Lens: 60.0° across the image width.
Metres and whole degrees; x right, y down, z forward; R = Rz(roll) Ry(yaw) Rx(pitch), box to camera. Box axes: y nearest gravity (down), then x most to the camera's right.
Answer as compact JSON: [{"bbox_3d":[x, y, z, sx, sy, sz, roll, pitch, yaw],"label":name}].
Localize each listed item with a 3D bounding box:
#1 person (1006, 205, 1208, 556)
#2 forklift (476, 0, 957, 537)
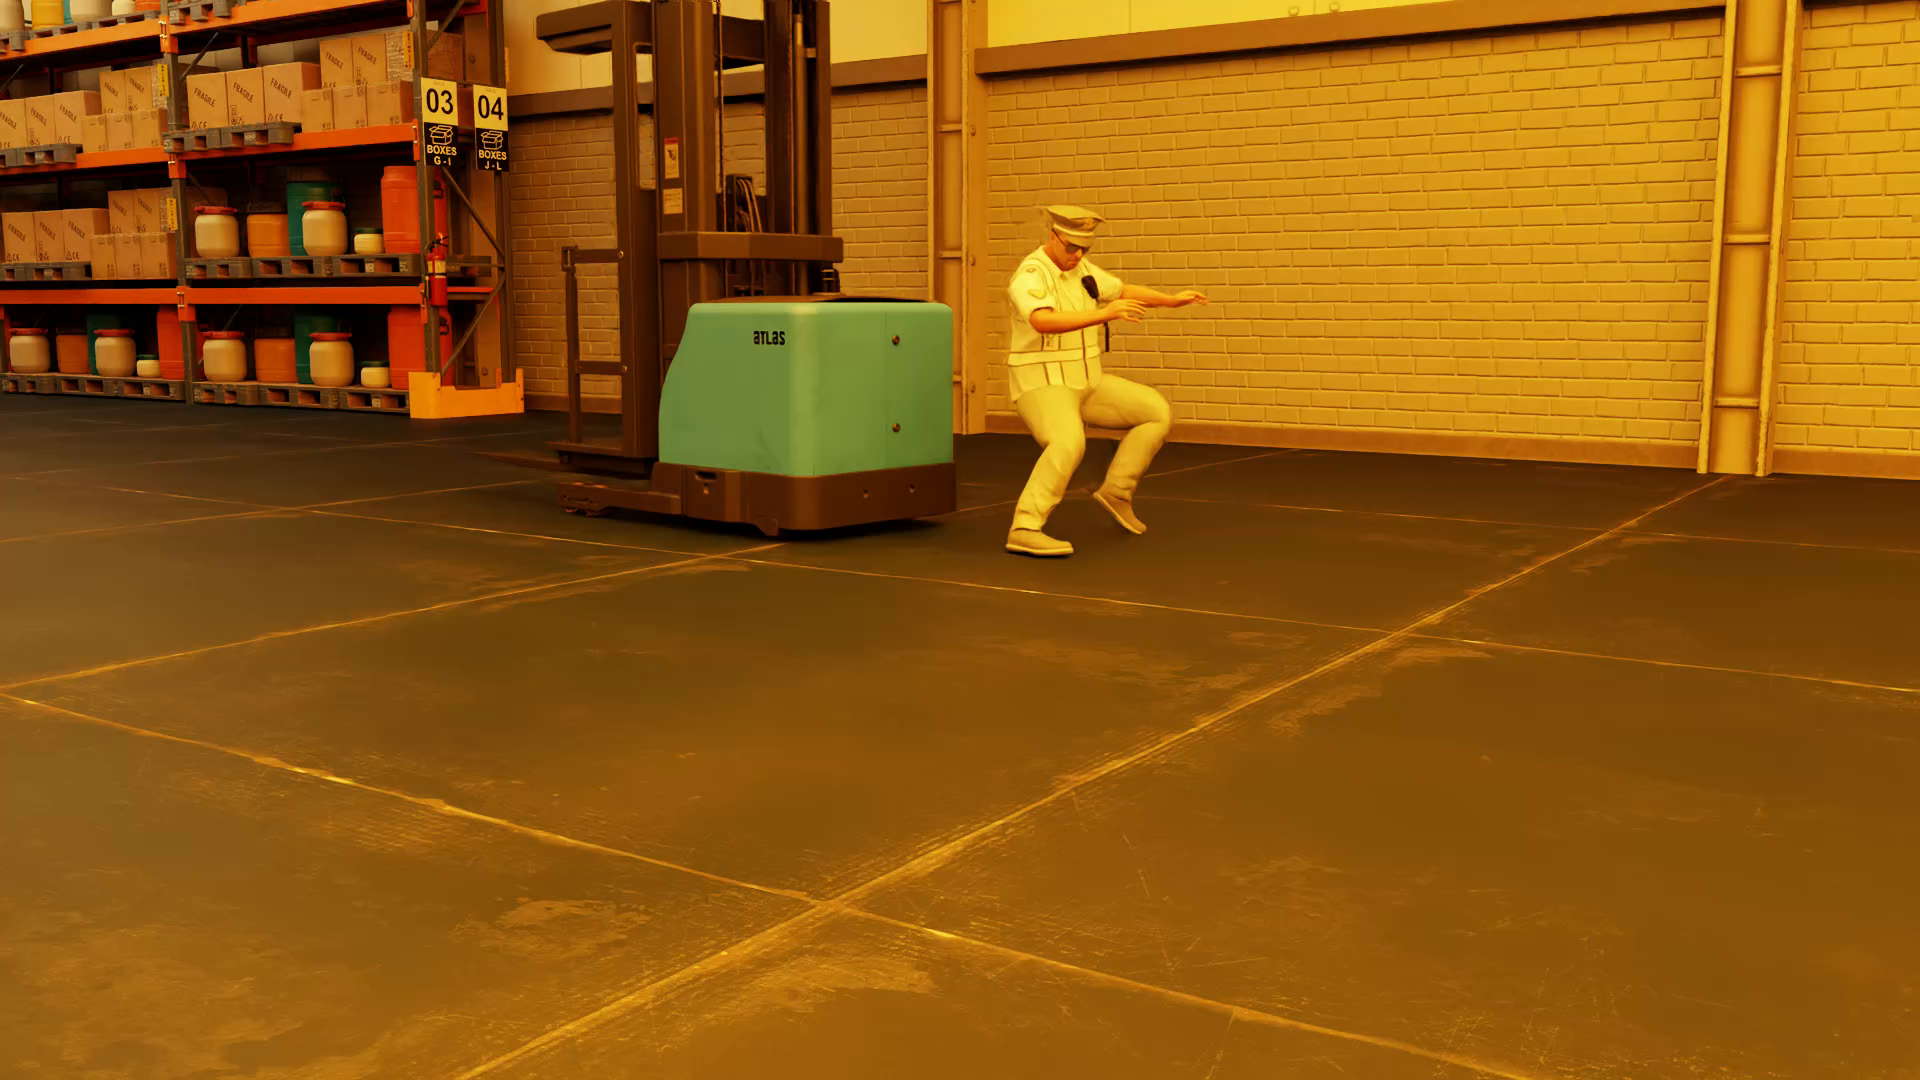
[{"bbox_3d":[0.572,-0.724,7.437,0.785,1.524,1.013,8,11,44],"label":"person"},{"bbox_3d":[-1.437,-1.615,8.553,3.031,2.935,1.130,7,11,42],"label":"forklift"}]
